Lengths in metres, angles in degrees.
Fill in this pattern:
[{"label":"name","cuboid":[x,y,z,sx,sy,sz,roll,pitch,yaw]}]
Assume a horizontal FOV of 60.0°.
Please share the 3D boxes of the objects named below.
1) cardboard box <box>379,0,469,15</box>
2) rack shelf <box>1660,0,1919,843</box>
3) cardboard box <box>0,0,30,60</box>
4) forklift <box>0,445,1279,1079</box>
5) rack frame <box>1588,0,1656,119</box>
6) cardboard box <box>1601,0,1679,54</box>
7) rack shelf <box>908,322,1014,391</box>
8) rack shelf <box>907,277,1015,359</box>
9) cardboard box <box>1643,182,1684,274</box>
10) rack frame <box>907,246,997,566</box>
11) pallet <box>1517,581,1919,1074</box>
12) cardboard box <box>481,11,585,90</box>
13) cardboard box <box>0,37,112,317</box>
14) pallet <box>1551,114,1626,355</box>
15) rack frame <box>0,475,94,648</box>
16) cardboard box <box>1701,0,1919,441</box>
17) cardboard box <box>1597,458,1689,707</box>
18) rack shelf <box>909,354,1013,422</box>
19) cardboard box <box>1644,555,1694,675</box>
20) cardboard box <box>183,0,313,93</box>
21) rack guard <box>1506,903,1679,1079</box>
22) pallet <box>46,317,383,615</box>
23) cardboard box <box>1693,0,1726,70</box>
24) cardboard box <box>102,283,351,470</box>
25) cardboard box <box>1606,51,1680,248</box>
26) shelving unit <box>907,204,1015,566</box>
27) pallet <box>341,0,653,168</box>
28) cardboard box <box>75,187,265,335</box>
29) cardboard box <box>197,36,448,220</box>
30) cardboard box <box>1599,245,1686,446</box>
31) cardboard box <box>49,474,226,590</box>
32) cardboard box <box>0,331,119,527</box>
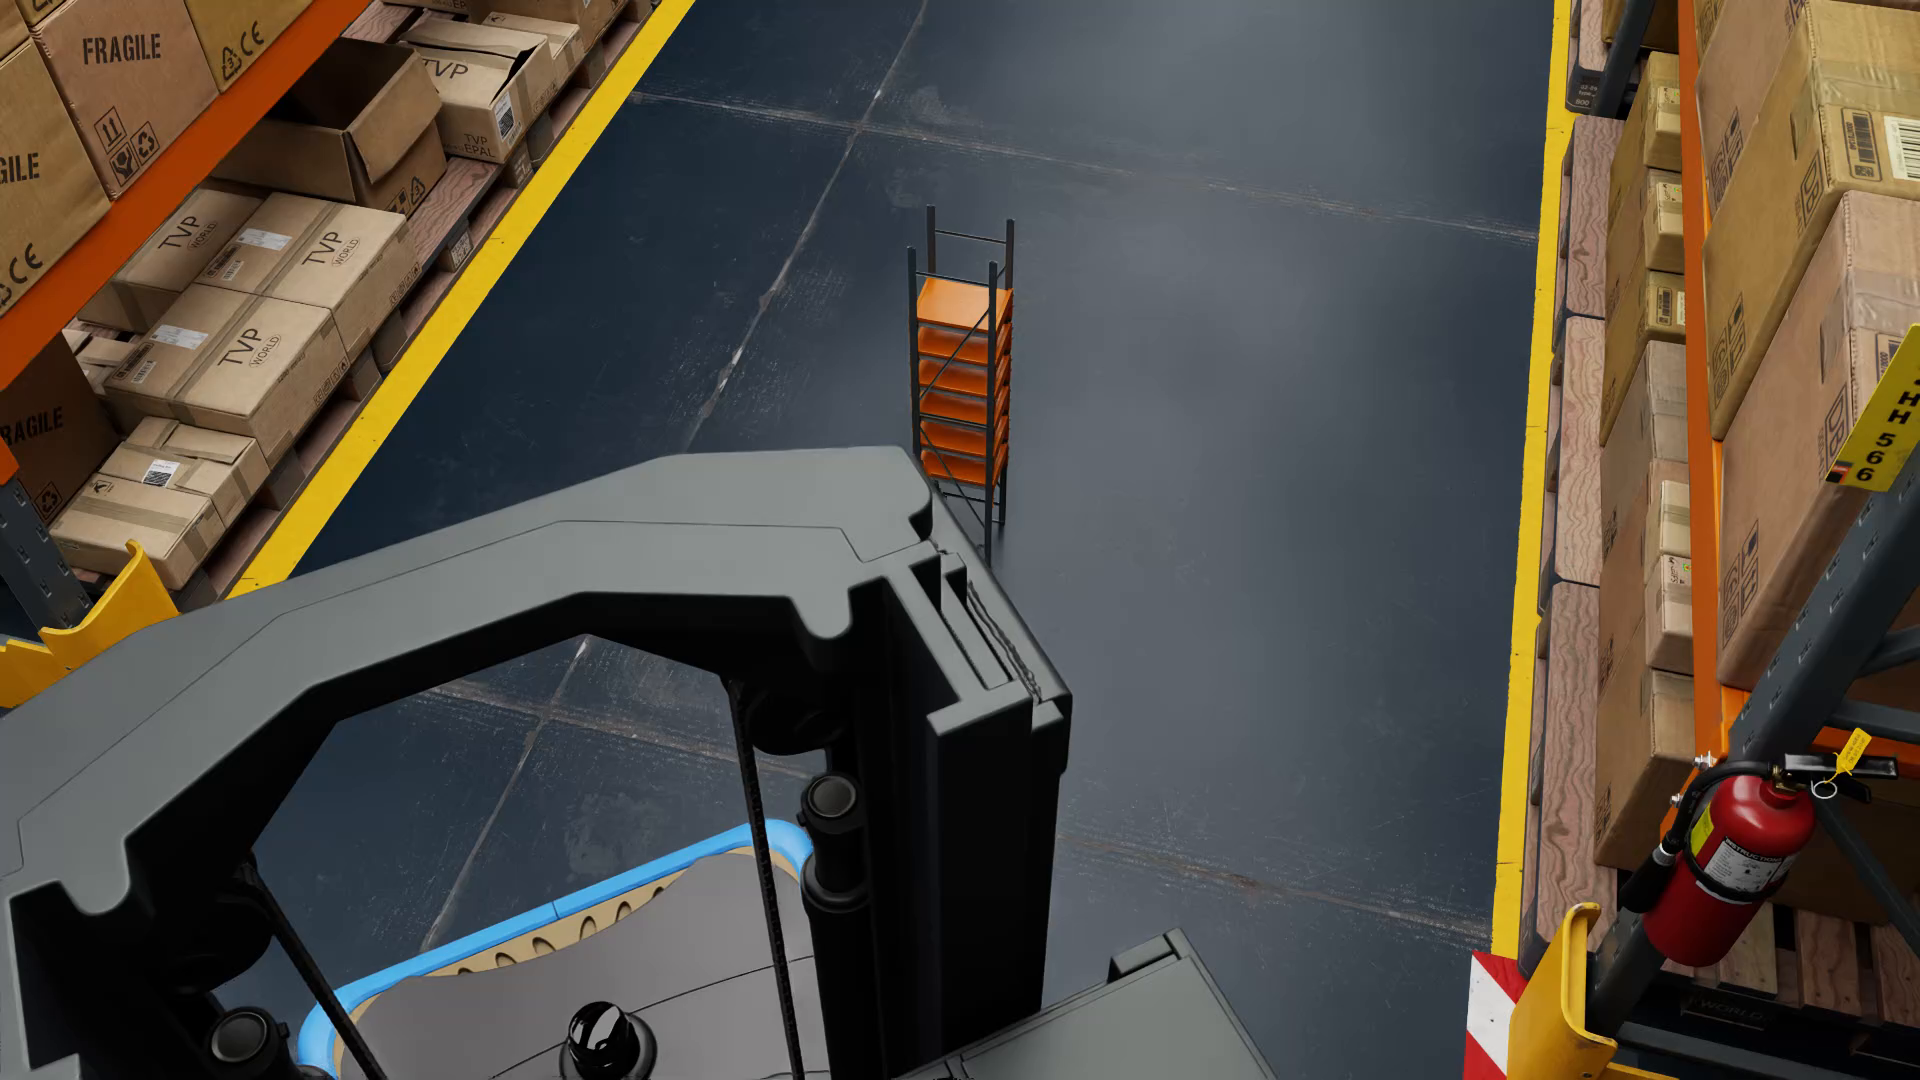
[{"label":"cardboard box","cuboid":[-2.117,-2.476,6.934,0.500,0.311,0.500,12,50,10]},{"label":"rack shelf","cuboid":[2.455,-0.821,4.454,1.077,0.370,4.000,12,50,10]},{"label":"cardboard box","cuboid":[-2.480,-1.221,3.593,0.500,0.500,0.500,13,50,11]},{"label":"forklift","cuboid":[-0.137,1.434,2.029,1.130,2.935,3.031,-20,52,-17]},{"label":"rack frame","cuboid":[2.982,-2.506,5.461,1.000,3.000,0.127,12,50,10]},{"label":"cardboard box","cuboid":[3.027,-2.430,6.547,0.750,0.750,0.750,12,50,10]},{"label":"rack shelf","cuboid":[0.004,-0.537,4.663,0.258,0.103,0.180,12,50,10]},{"label":"rack shelf","cuboid":[0.004,-0.616,4.573,0.258,0.103,0.180,12,50,10]},{"label":"cardboard box","cuboid":[2.283,-0.923,5.018,0.380,0.149,0.250,10,49,9]},{"label":"rack frame","cuboid":[-0.020,-0.341,4.751,0.240,1.200,0.006,12,50,10]},{"label":"pallet","cuboid":[2.064,0.716,4.477,1.003,0.211,1.213,12,50,10]},{"label":"cardboard box","cuboid":[-1.715,-1.932,6.562,0.380,0.149,0.250,12,50,10]},{"label":"cardboard box","cuboid":[-2.480,-0.890,3.968,0.500,0.500,0.500,13,50,11]},{"label":"pallet","cuboid":[2.706,-1.049,6.035,1.003,0.211,1.213,12,50,10]},{"label":"rack frame","cuboid":[-2.851,-0.588,3.768,1.000,3.000,0.127,12,50,10]},{"label":"cardboard box","cuboid":[2.234,-0.611,3.589,0.980,0.700,0.700,11,50,10]},{"label":"cardboard box","cuboid":[2.148,0.187,4.471,0.700,0.500,0.500,11,50,10]},{"label":"rack shelf","cuboid":[0.004,-0.458,4.753,0.258,0.103,0.180,12,50,10]},{"label":"cardboard box","cuboid":[1.875,0.206,4.022,0.380,0.149,0.250,11,49,10]},{"label":"cardboard box","cuboid":[-2.214,-1.626,4.618,0.500,0.500,0.500,11,50,10]},{"label":"rack guard","cuboid":[1.923,1.232,3.829,1.175,0.500,0.348,12,50,10]},{"label":"pallet","cuboid":[-2.622,-0.297,5.371,1.003,0.211,1.213,12,50,10]},{"label":"cardboard box","cuboid":[2.626,-1.689,4.540,0.980,0.700,0.700,10,49,9]},{"label":"cardboard box","cuboid":[-2.303,-0.522,5.251,0.500,0.250,0.500,12,50,10]},{"label":"cardboard box","cuboid":[2.686,-1.297,5.781,0.700,0.500,0.500,12,50,11]},{"label":"shelving unit","cuboid":[0.004,-0.408,4.809,0.258,1.200,0.189,12,50,10]},{"label":"pallet","cuboid":[-1.980,-2.062,6.929,1.003,0.211,1.213,12,50,10]},{"label":"cardboard box","cuboid":[-2.667,-0.947,5.625,0.500,0.250,0.500,12,50,10]},{"label":"cardboard box","cuboid":[-2.288,-1.441,5.892,0.797,0.503,0.637,12,50,10]},{"label":"cardboard box","cuboid":[2.413,-0.564,5.134,0.700,0.500,0.500,13,50,11]},{"label":"cardboard box","cuboid":[-2.409,-0.025,4.879,0.380,0.149,0.250,12,50,10]},{"label":"cardboard box","cuboid":[-2.946,-0.348,4.930,0.500,0.500,0.500,12,50,10]}]
